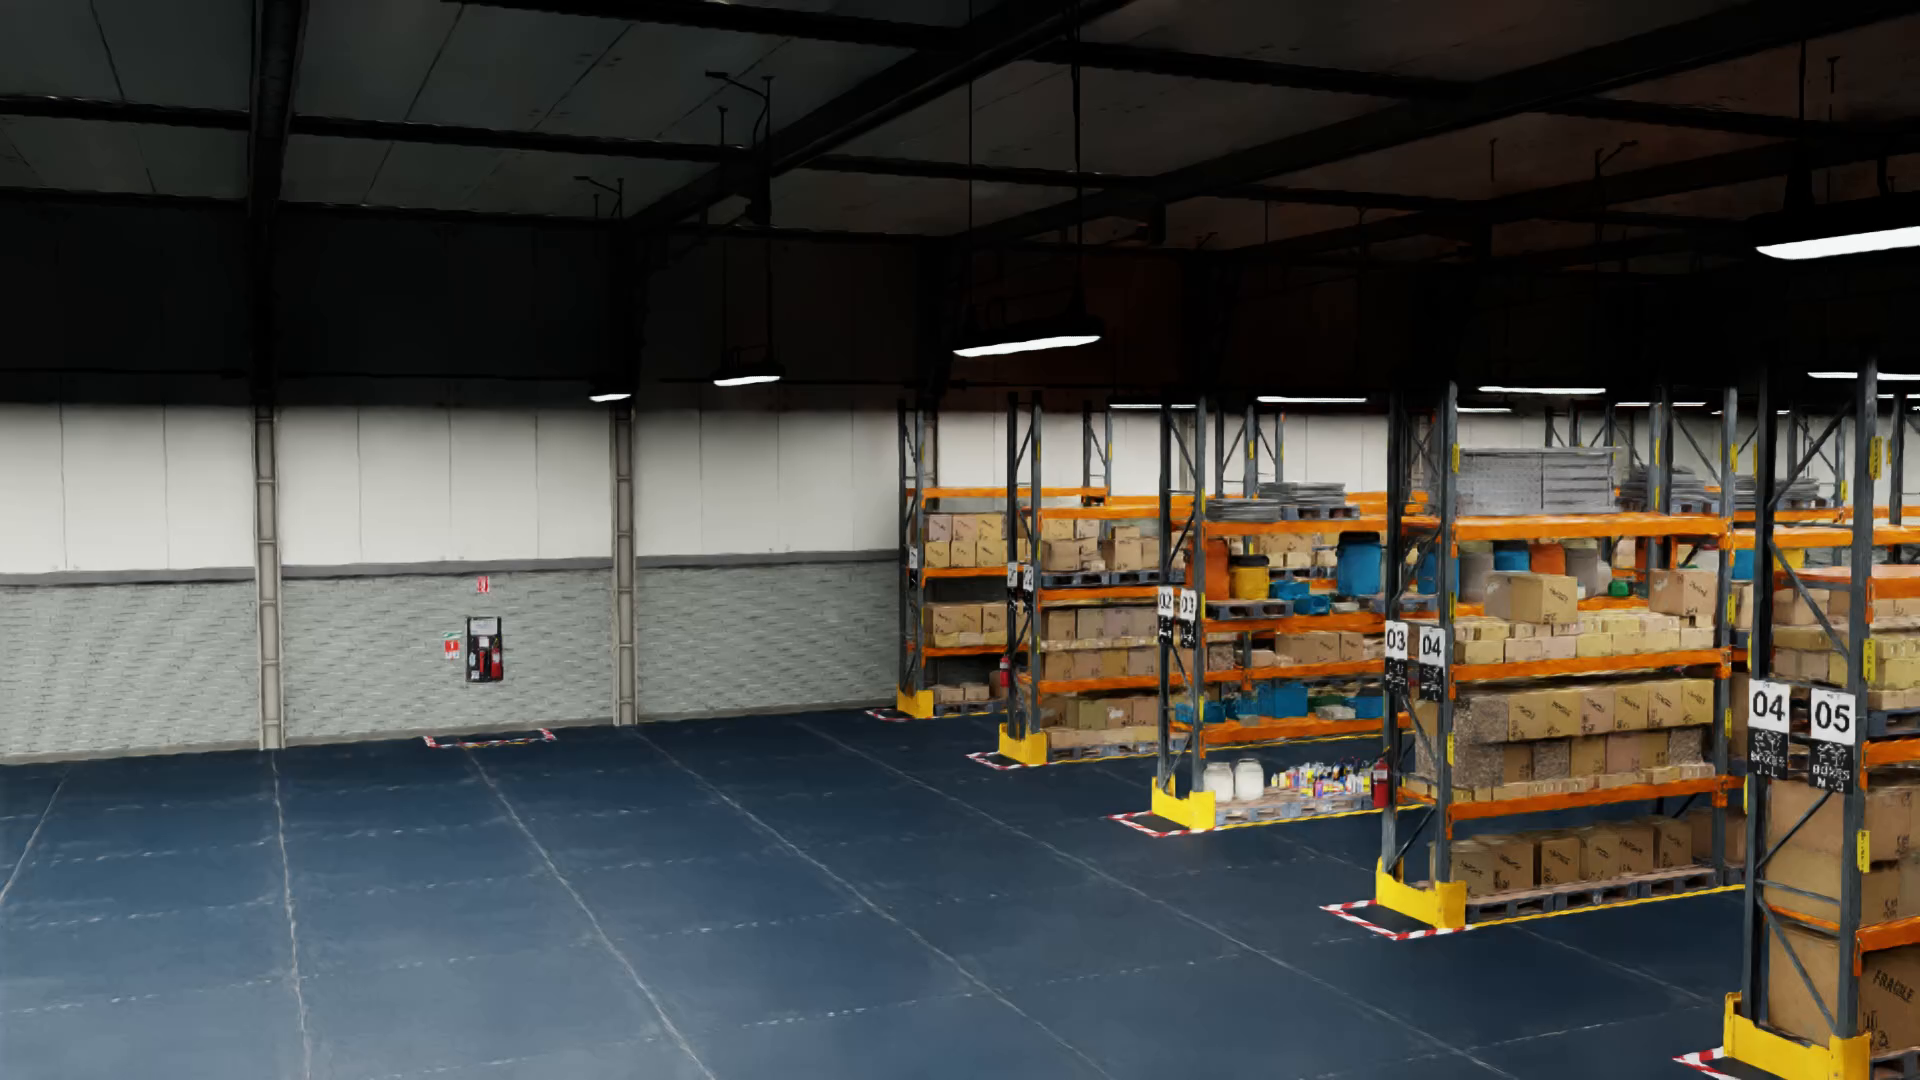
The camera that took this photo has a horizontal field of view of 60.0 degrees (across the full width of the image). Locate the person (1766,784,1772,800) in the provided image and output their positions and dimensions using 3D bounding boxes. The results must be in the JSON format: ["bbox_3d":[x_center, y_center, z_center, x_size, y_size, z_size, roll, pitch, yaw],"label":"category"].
[{"bbox_3d":[10.868,3.084,22.304,1.036,1.516,0.417,-1,4,-21],"label":"person"}]
